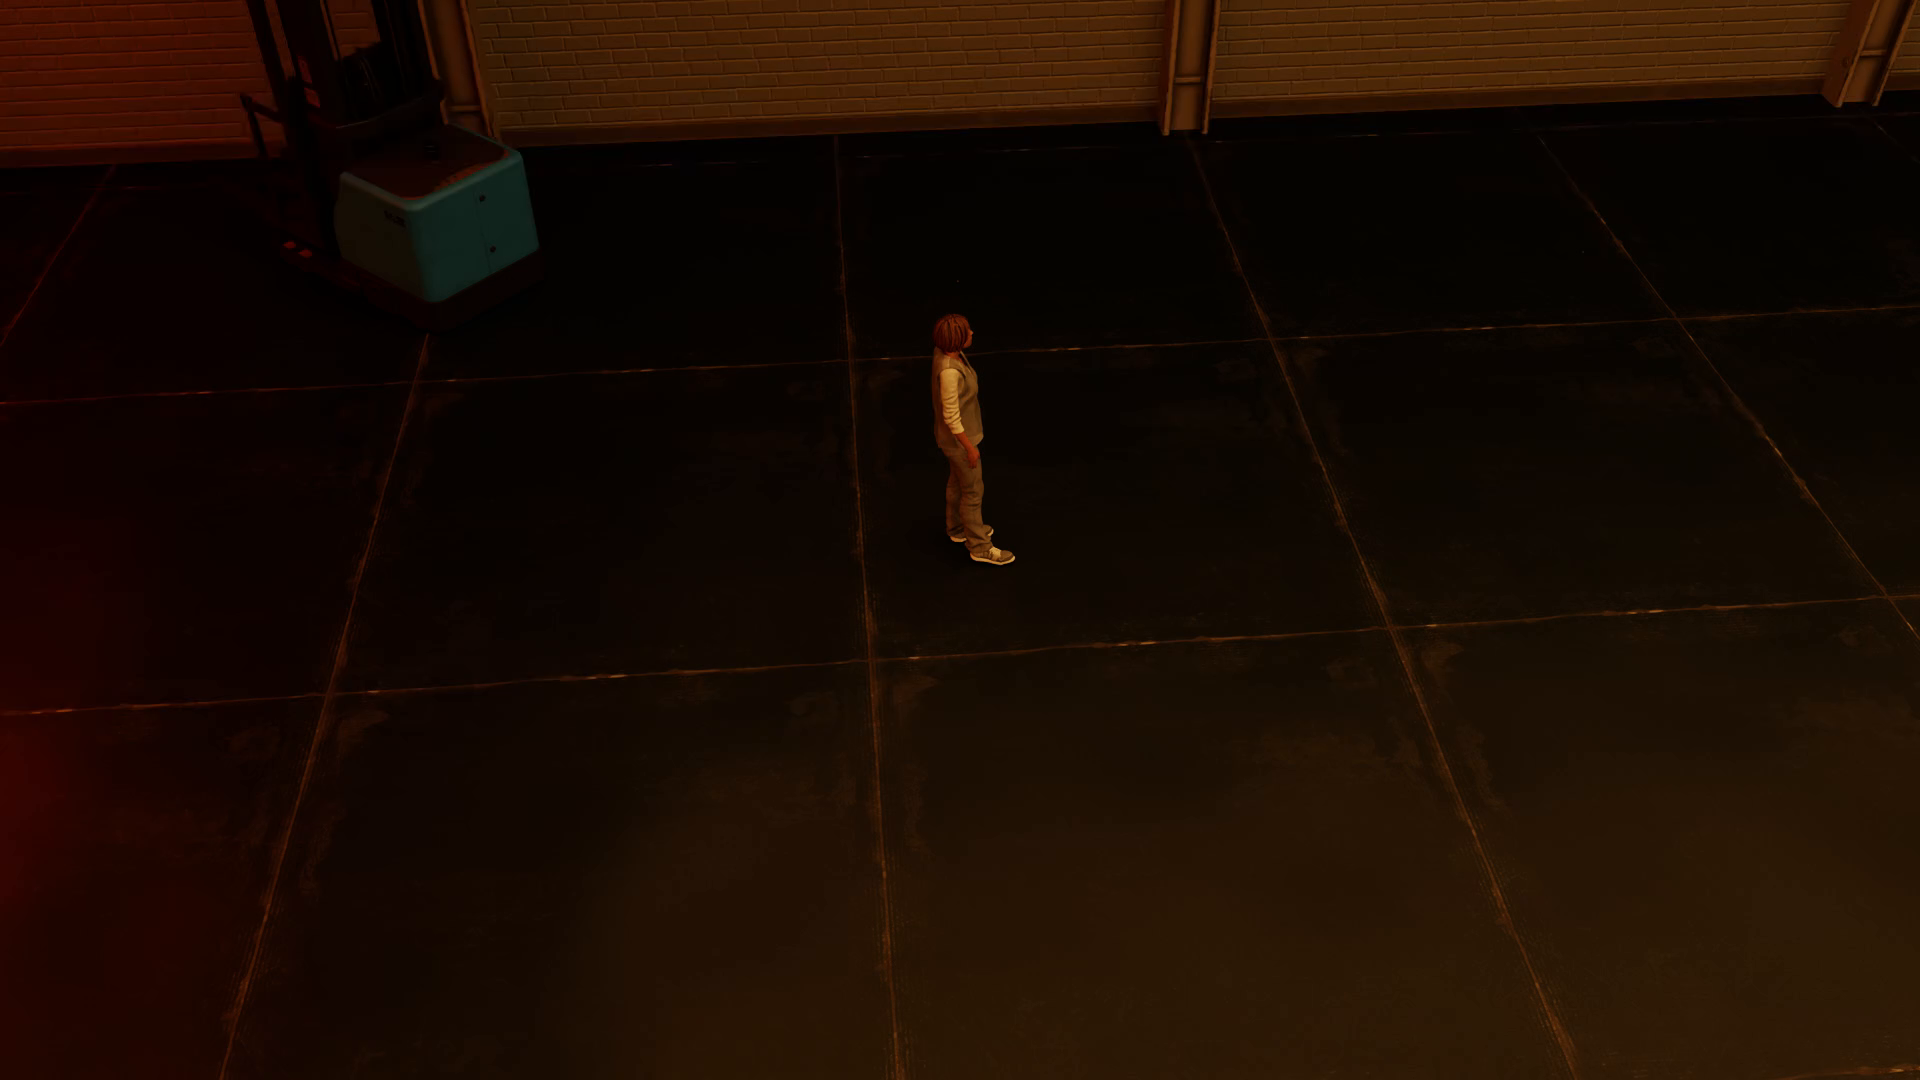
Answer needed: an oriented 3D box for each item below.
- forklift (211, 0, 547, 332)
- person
[{"bbox_3d":[-4.551,-3.379,11.889,3.031,2.935,1.130,27,47,28],"label":"forklift"},{"bbox_3d":[0.076,-0.608,9.663,0.473,1.599,0.520,-3,41,-4],"label":"person"}]
